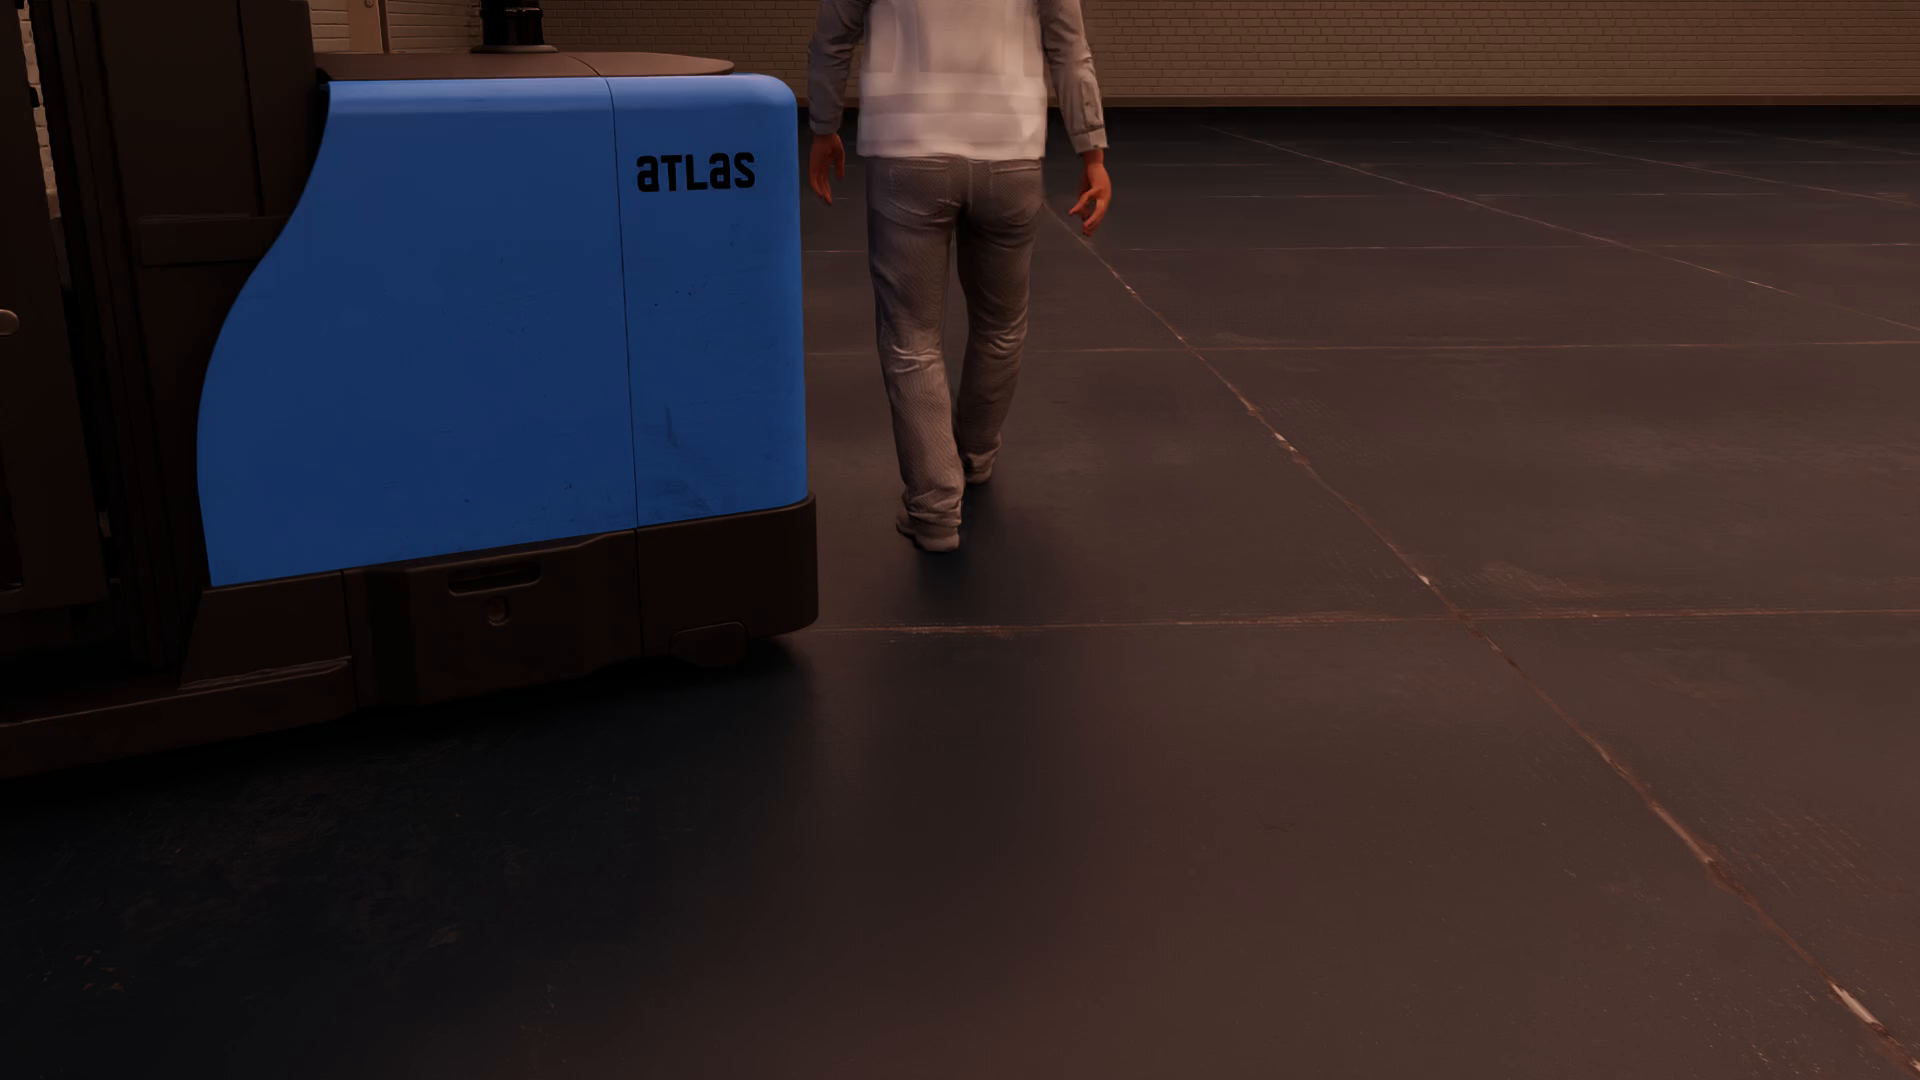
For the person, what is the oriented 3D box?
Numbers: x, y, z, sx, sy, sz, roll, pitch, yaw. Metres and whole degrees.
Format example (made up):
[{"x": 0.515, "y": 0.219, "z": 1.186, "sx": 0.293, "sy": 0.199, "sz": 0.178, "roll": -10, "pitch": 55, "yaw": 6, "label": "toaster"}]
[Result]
[{"x": -0.020, "y": -0.918, "z": 3.971, "sx": 0.680, "sy": 1.731, "sz": 0.867, "roll": -4, "pitch": 17, "yaw": -12, "label": "person"}]

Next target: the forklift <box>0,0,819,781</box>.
[{"x": -1.816, "y": -1.098, "z": 2.496, "sx": 3.031, "sy": 2.935, "sz": 1.130, "roll": -9, "pitch": 19, "yaw": -27, "label": "forklift"}]
